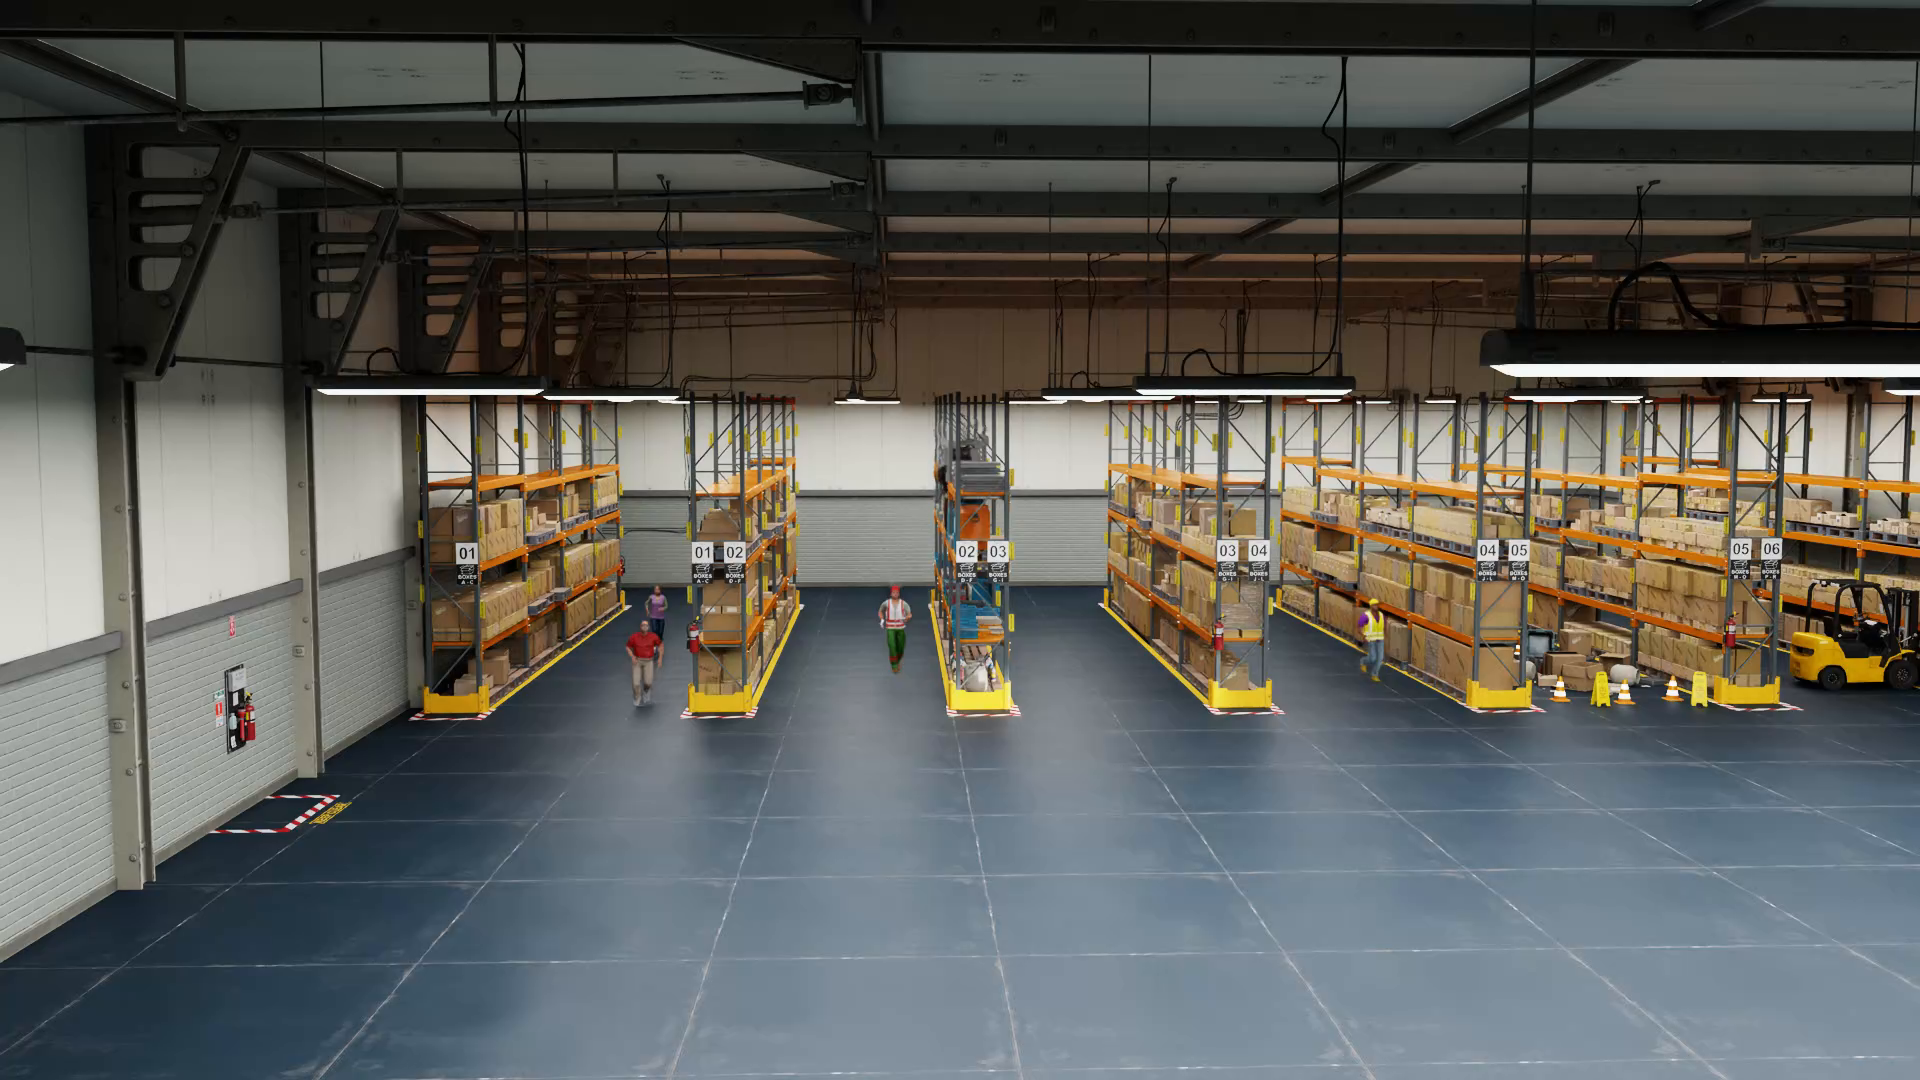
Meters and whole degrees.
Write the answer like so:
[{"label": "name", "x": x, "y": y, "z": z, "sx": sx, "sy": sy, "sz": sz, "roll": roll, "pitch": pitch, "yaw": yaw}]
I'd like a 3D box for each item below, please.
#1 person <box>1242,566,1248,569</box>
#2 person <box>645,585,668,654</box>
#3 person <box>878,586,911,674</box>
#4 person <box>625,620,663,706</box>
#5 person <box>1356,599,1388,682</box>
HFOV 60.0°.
[{"label": "person", "x": 7.909, "y": 1.138, "z": 47.428, "sx": 0.637, "sy": 1.708, "sz": 0.695, "roll": 1, "pitch": 5, "yaw": 12}, {"label": "person", "x": -7.018, "y": 1.837, "z": 38.525, "sx": 0.505, "sy": 1.597, "sz": 0.667, "roll": -1, "pitch": 5, "yaw": -15}, {"label": "person", "x": -1.321, "y": 1.829, "z": 33.984, "sx": 0.668, "sy": 1.773, "sz": 0.761, "roll": -1, "pitch": 5, "yaw": -7}, {"label": "person", "x": -6.008, "y": 2.345, "z": 31.655, "sx": 0.708, "sy": 1.654, "sz": 0.542, "roll": -1, "pitch": 5, "yaw": -8}, {"label": "person", "x": 8.645, "y": 2.082, "z": 34.773, "sx": 0.701, "sy": 1.726, "sz": 0.661, "roll": -1, "pitch": 5, "yaw": -14}]
